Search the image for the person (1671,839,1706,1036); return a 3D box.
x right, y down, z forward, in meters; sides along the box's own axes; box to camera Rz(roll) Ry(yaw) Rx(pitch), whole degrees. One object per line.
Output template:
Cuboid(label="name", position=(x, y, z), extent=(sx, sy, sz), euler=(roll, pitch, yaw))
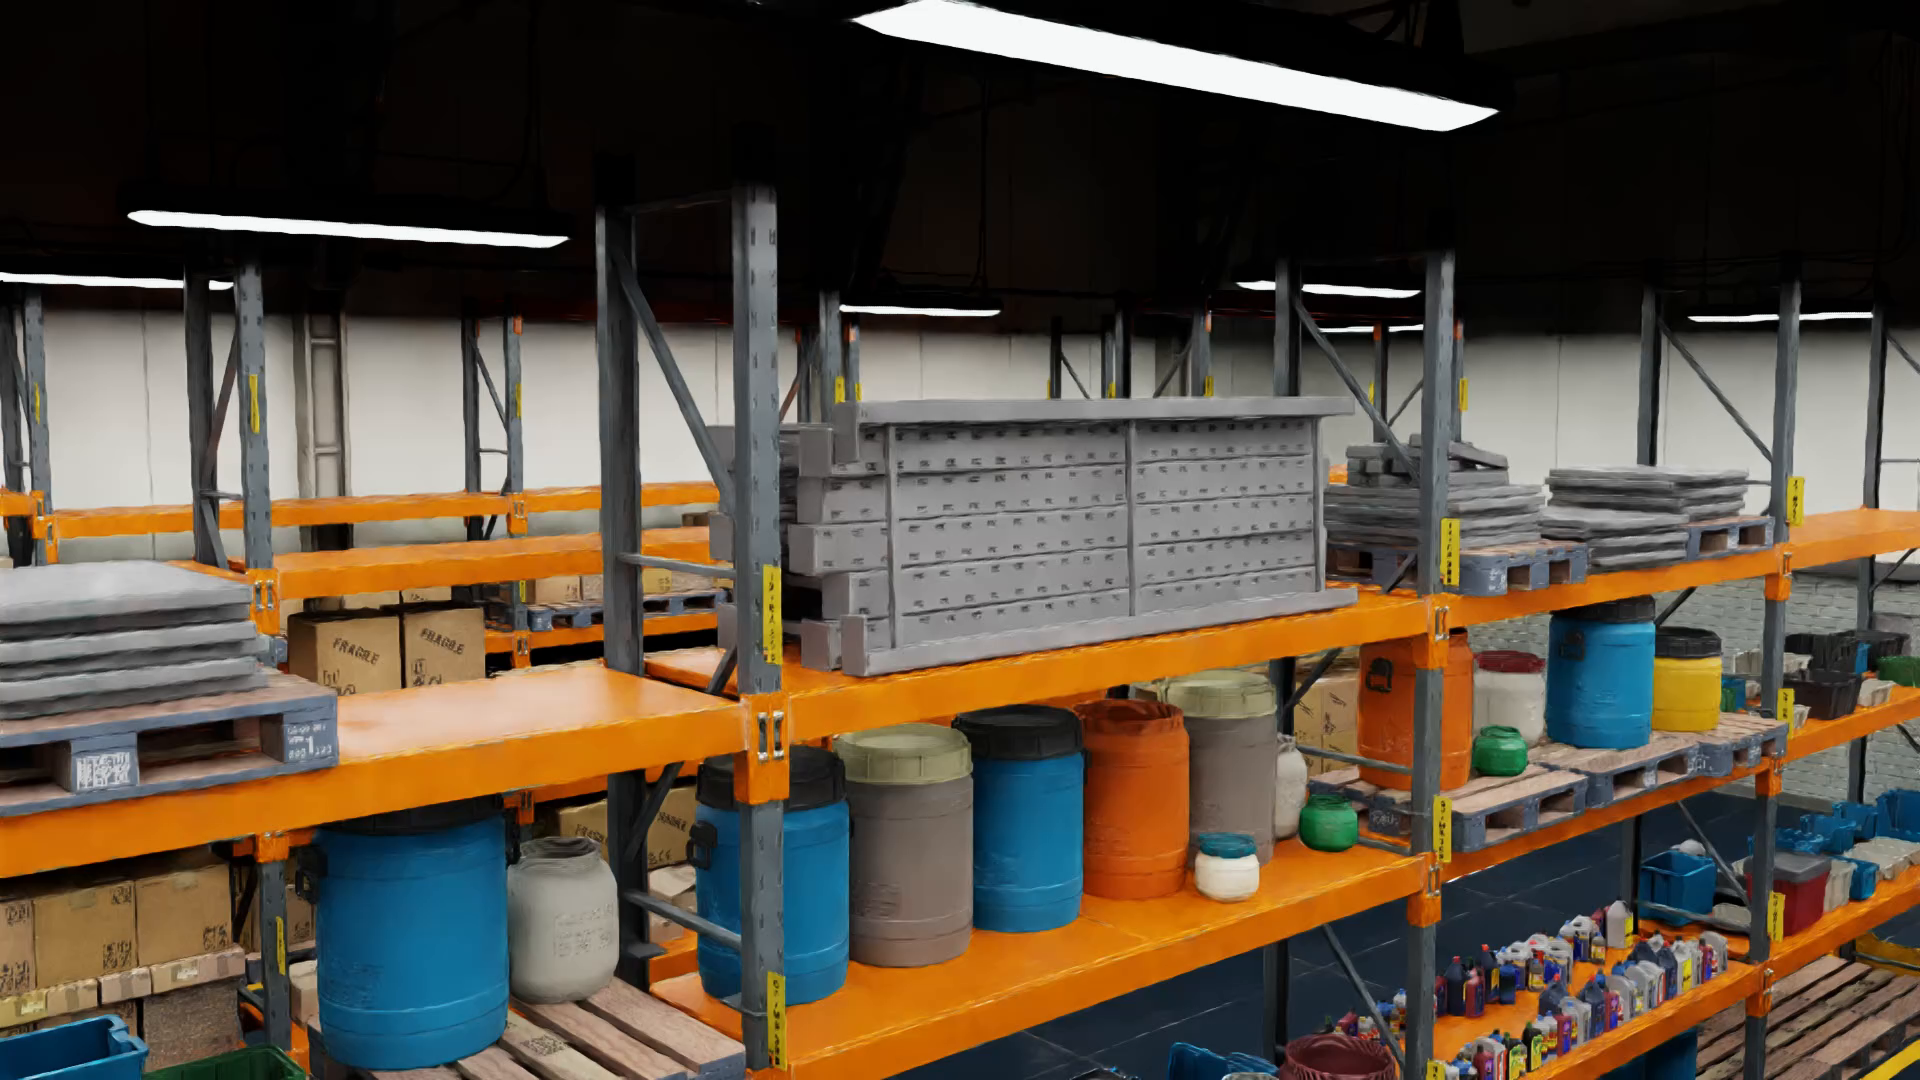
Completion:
Cuboid(label="person", position=(5.589, 3.120, 12.898), extent=(0.695, 1.644, 0.572), euler=(-5, 7, -41))

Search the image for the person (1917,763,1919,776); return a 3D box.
Cuboid(label="person", position=(10.356, 2.663, 17.360), extent=(0.663, 1.720, 0.761), euler=(3, 6, 27))
